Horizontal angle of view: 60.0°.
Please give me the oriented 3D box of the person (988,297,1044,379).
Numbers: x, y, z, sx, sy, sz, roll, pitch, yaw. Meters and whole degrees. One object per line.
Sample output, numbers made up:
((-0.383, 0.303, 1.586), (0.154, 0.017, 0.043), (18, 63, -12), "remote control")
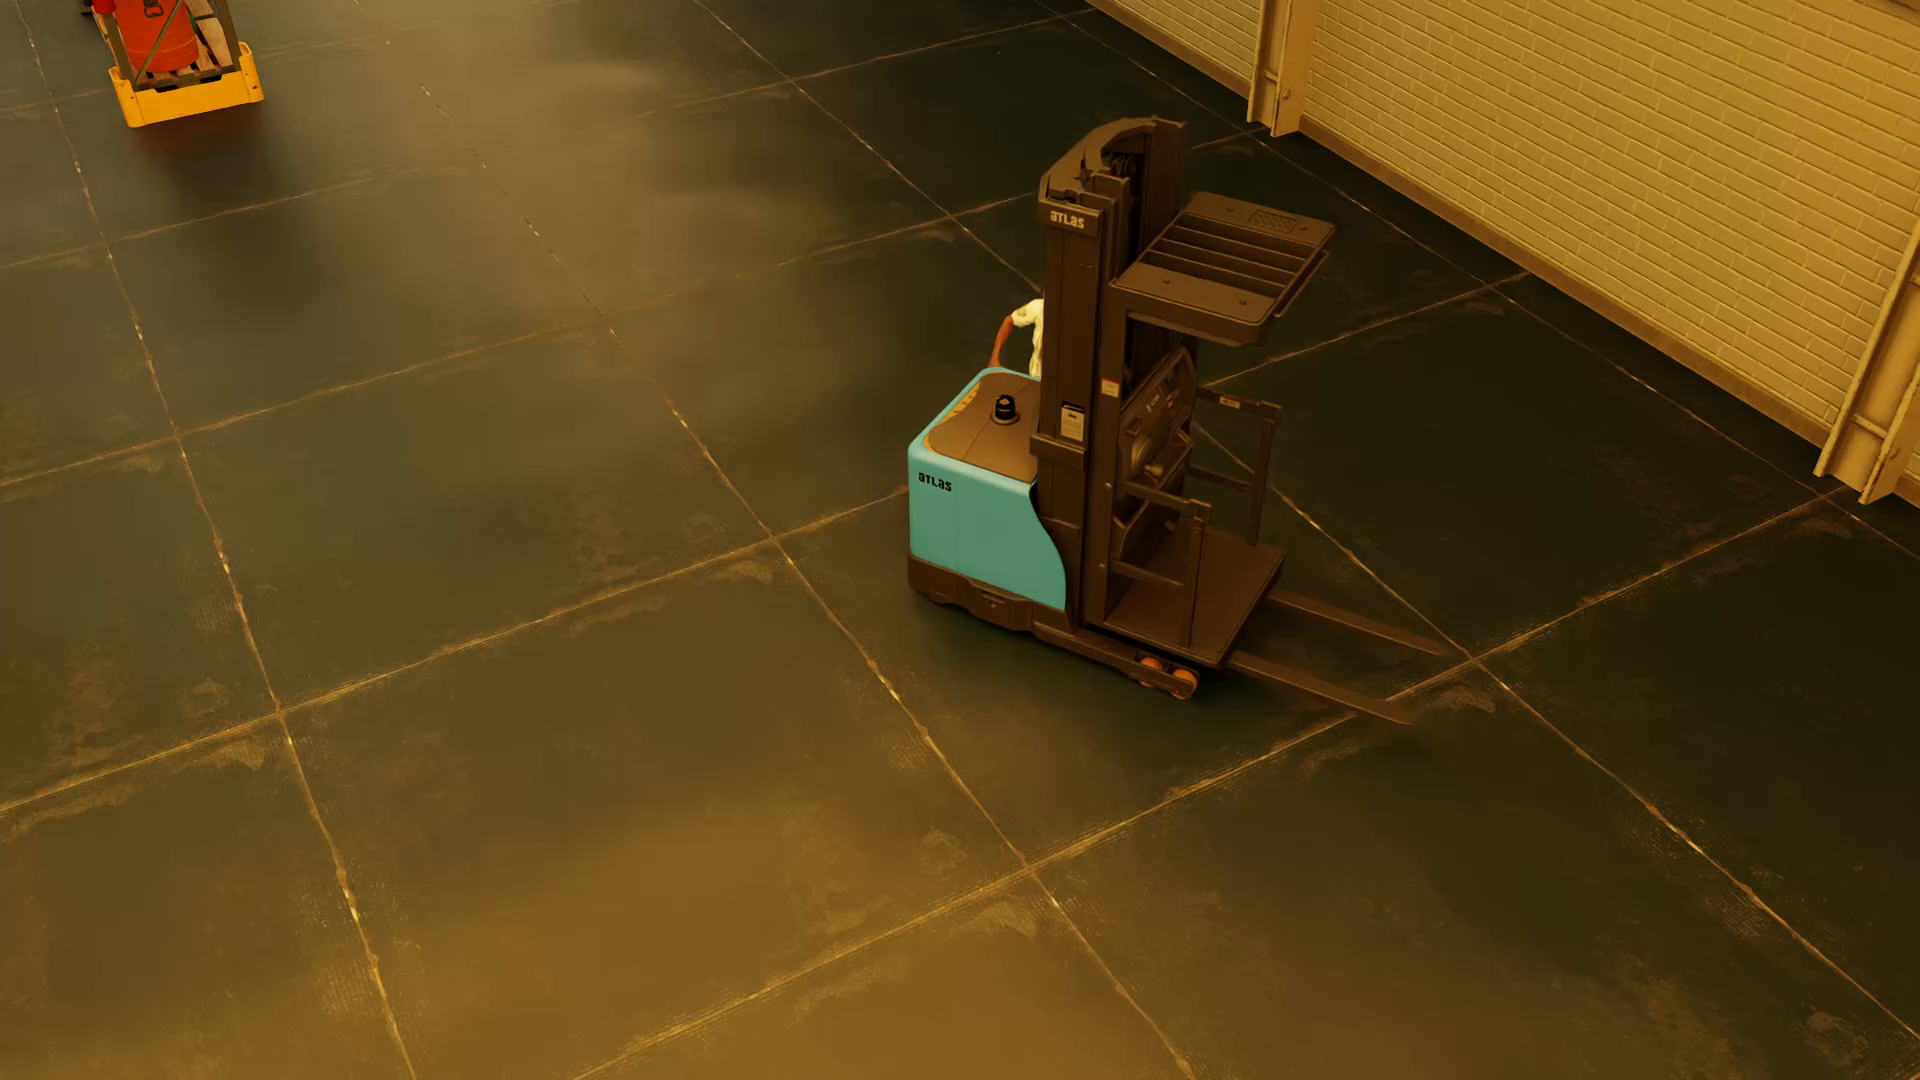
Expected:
((0.578, -0.895, 10.166), (0.874, 1.600, 0.638), (16, 42, 18), "person")

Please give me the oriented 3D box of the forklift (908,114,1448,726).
((1.232, -0.632, 8.798), (3.031, 2.935, 1.130), (20, 44, 22), "forklift")
